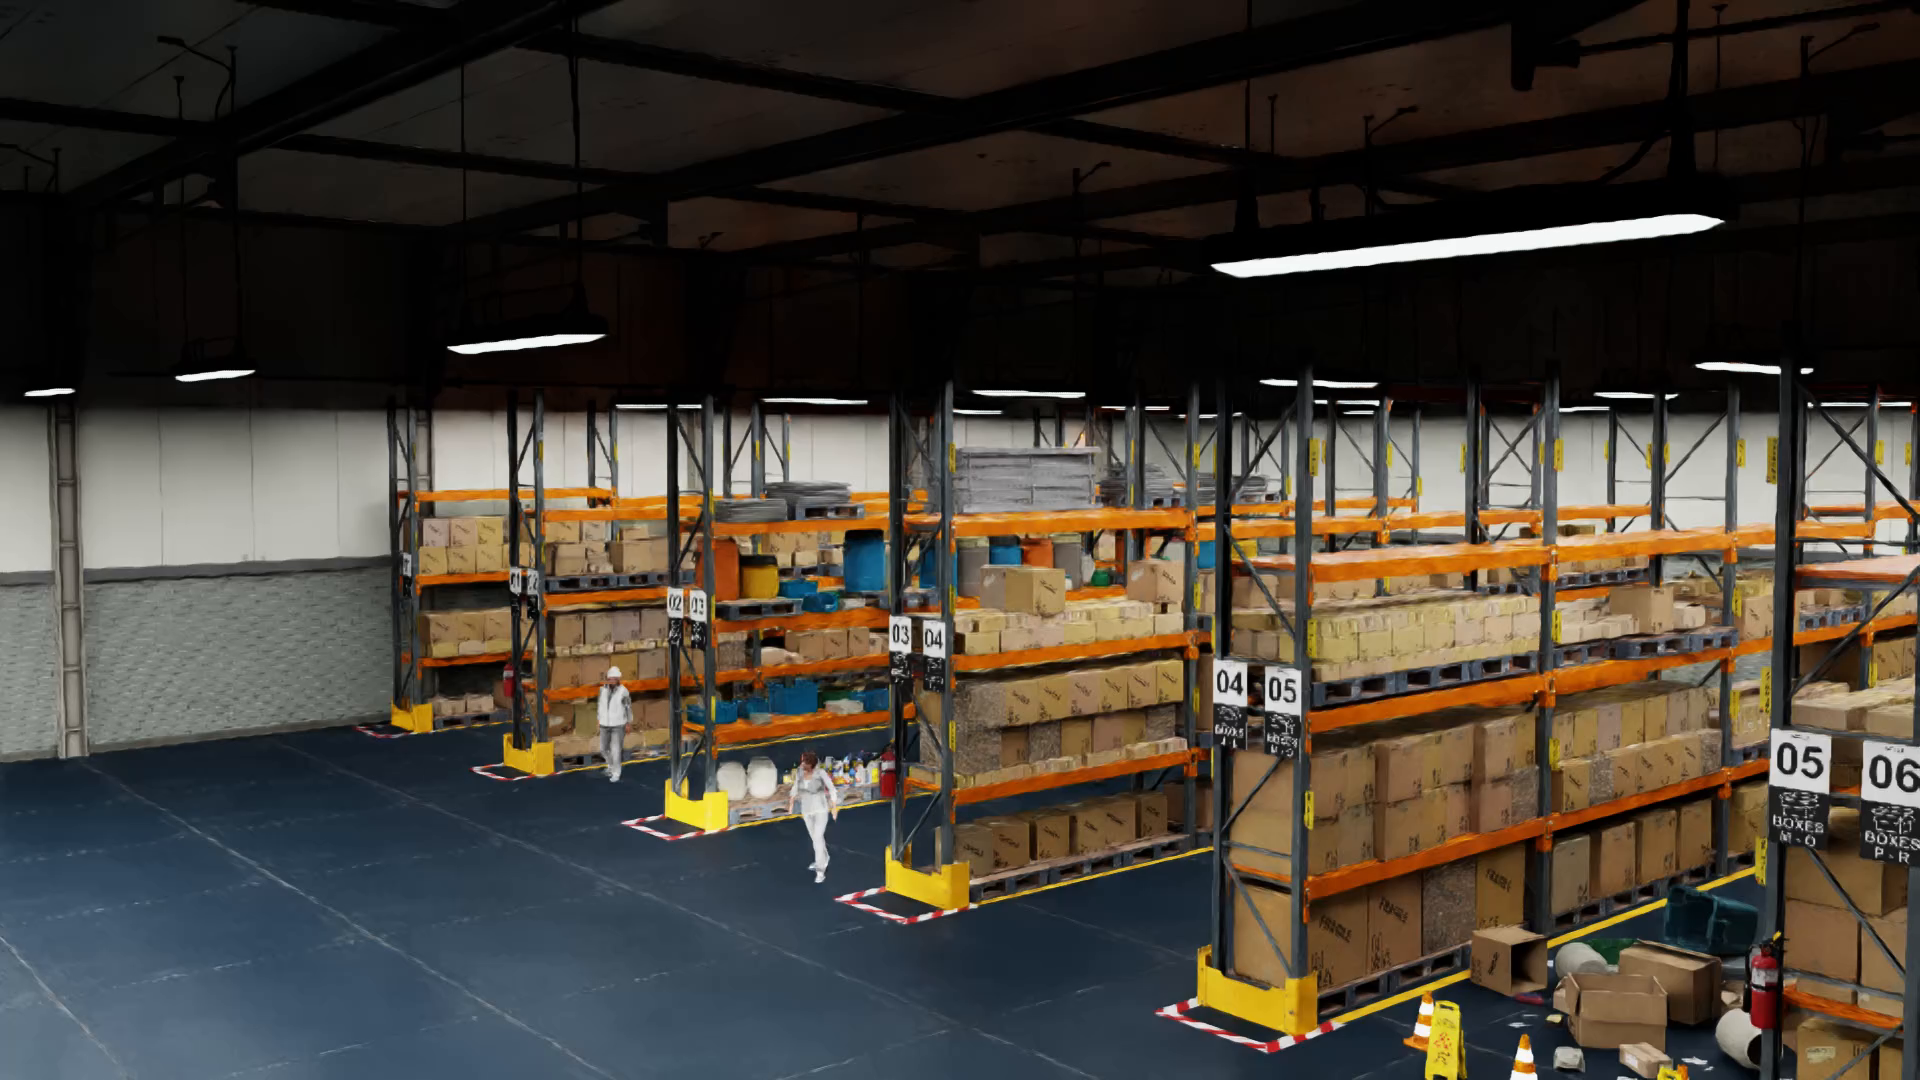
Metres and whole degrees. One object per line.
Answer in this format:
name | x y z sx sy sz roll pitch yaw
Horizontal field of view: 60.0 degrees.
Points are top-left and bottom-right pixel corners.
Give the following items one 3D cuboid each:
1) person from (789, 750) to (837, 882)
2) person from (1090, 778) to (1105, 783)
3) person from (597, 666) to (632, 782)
person | -1.705 3.232 19.791 0.568 1.528 0.780 2 4 31
person | 2.212 2.884 25.375 0.470 1.557 1.060 3 4 40
person | -5.295 2.798 25.507 0.580 1.762 0.569 1 3 14
